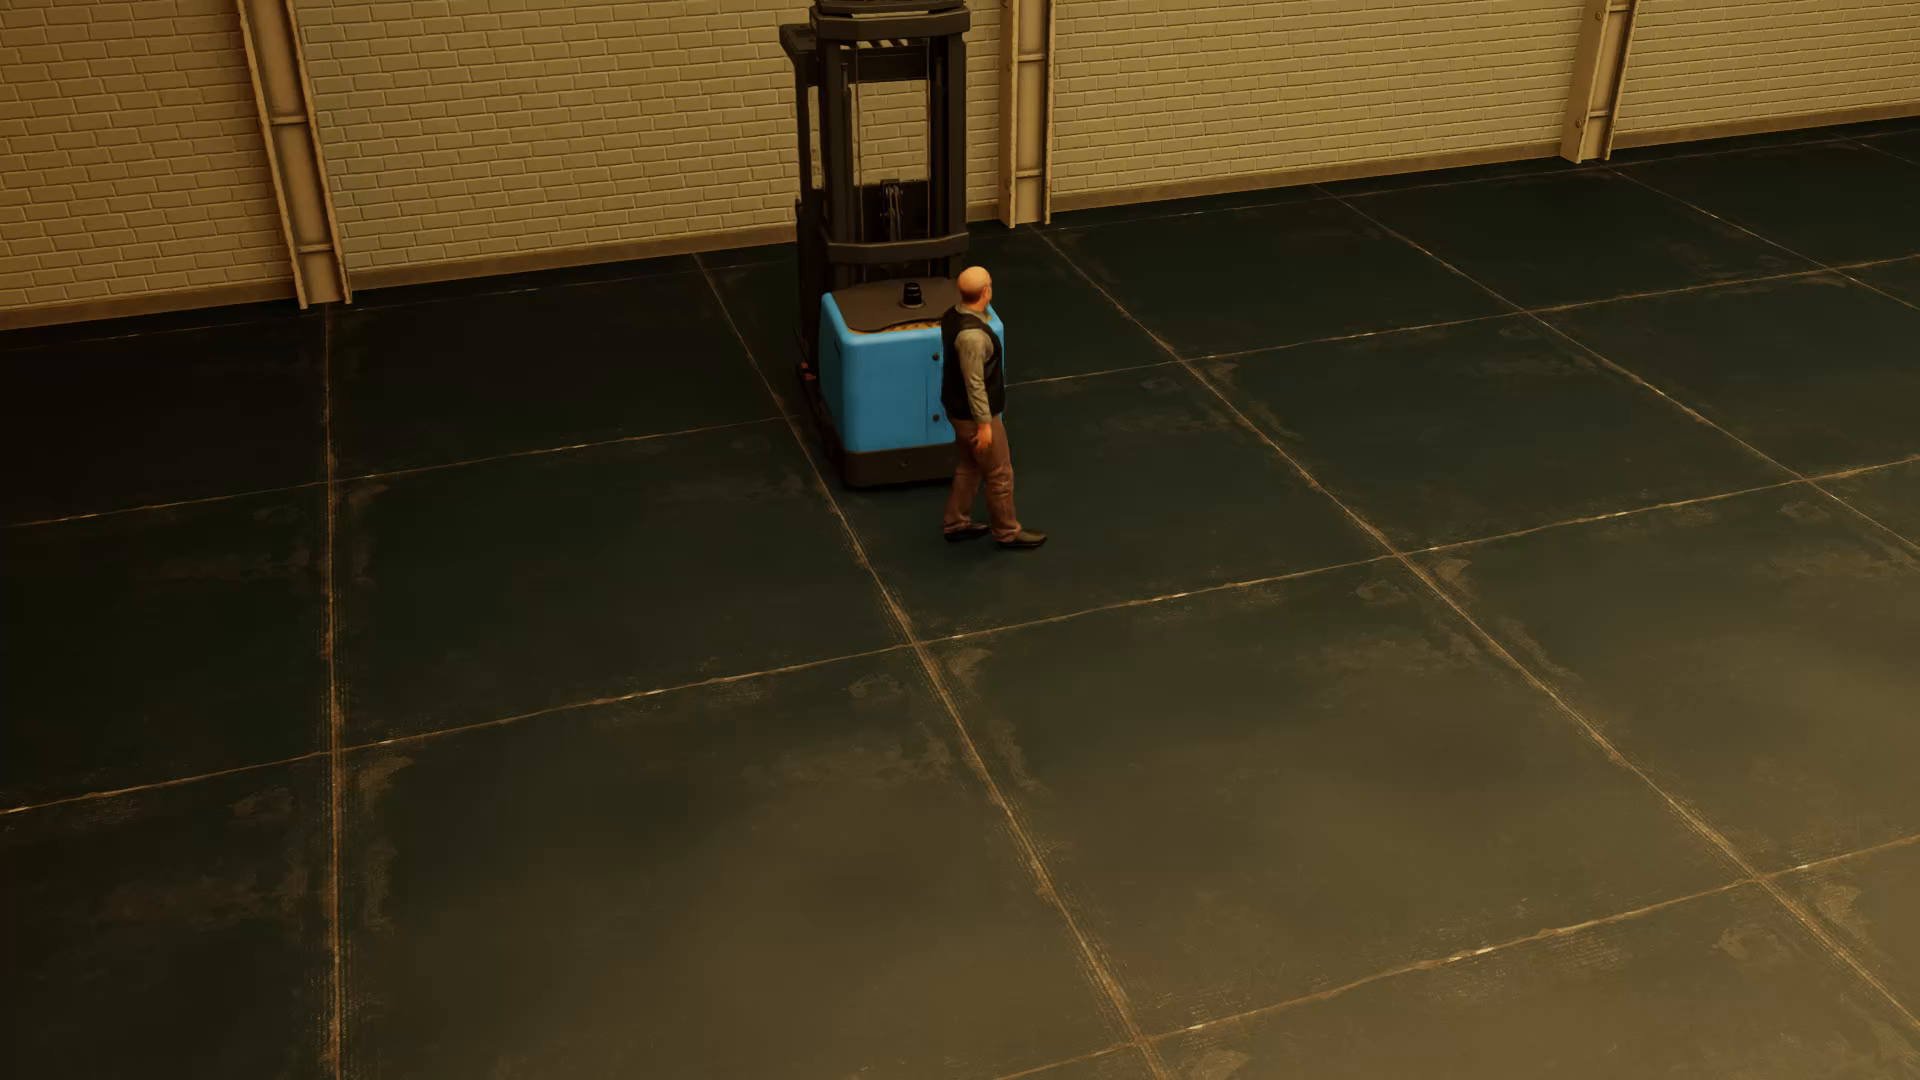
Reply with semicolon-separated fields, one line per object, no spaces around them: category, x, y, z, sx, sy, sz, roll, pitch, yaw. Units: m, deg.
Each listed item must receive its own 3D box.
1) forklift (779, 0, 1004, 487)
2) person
forklift;-0.557;-2.325;11.127;1.130;2.935;3.031;-7;31;-12
person;0.180;-0.729;9.689;0.601;1.617;0.686;-8;31;-13
